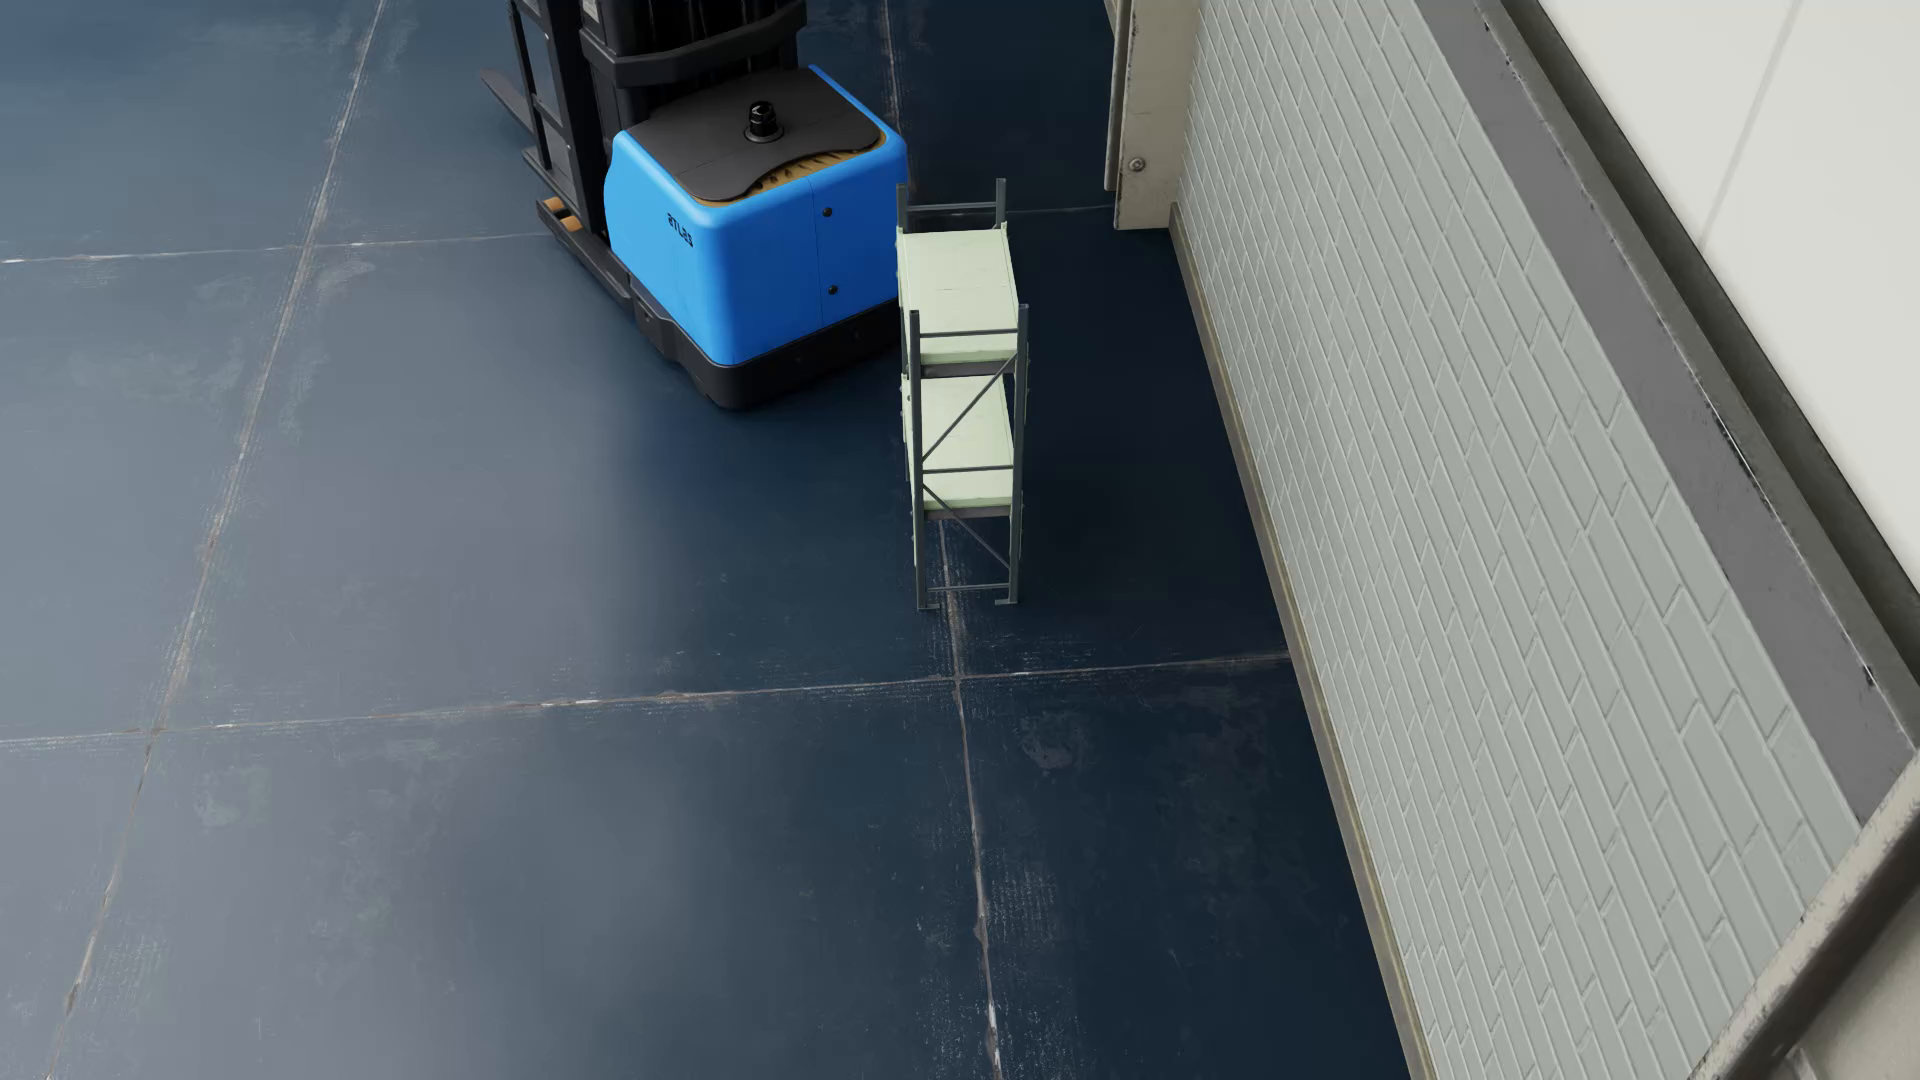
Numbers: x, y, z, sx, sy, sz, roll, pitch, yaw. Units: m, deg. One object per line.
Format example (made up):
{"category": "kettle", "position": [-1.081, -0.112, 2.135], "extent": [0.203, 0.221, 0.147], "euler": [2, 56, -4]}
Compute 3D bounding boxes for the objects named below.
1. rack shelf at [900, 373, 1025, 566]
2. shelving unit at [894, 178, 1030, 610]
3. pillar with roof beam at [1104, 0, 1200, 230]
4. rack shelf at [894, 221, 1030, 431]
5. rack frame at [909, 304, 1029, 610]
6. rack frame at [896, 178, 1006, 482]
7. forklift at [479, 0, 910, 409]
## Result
{"category": "rack shelf", "position": [-0.001, -0.296, 6.583], "extent": [0.431, 0.370, 0.720], "euler": [-3, 47, -3]}
{"category": "shelving unit", "position": [-0.001, -0.521, 6.347], "extent": [0.431, 1.500, 0.755], "euler": [-3, 47, -3]}
{"category": "pillar with roof beam", "position": [-3.372, -4.545, 4.993], "extent": [9.100, 9.000, 0.400], "euler": [-3, 47, -3]}
{"category": "rack shelf", "position": [-0.001, -0.789, 6.063], "extent": [0.431, 0.370, 0.720], "euler": [-3, 47, -3]}
{"category": "rack frame", "position": [0.030, -0.256, 6.096], "extent": [0.400, 1.500, 0.023], "euler": [-3, 47, -3]}
{"category": "rack frame", "position": [-0.031, -0.785, 6.597], "extent": [0.400, 1.500, 0.023], "euler": [-3, 47, -3]}
{"category": "forklift", "position": [-1.459, -2.626, 7.355], "extent": [1.130, 2.935, 3.031], "euler": [-27, 52, -23]}
